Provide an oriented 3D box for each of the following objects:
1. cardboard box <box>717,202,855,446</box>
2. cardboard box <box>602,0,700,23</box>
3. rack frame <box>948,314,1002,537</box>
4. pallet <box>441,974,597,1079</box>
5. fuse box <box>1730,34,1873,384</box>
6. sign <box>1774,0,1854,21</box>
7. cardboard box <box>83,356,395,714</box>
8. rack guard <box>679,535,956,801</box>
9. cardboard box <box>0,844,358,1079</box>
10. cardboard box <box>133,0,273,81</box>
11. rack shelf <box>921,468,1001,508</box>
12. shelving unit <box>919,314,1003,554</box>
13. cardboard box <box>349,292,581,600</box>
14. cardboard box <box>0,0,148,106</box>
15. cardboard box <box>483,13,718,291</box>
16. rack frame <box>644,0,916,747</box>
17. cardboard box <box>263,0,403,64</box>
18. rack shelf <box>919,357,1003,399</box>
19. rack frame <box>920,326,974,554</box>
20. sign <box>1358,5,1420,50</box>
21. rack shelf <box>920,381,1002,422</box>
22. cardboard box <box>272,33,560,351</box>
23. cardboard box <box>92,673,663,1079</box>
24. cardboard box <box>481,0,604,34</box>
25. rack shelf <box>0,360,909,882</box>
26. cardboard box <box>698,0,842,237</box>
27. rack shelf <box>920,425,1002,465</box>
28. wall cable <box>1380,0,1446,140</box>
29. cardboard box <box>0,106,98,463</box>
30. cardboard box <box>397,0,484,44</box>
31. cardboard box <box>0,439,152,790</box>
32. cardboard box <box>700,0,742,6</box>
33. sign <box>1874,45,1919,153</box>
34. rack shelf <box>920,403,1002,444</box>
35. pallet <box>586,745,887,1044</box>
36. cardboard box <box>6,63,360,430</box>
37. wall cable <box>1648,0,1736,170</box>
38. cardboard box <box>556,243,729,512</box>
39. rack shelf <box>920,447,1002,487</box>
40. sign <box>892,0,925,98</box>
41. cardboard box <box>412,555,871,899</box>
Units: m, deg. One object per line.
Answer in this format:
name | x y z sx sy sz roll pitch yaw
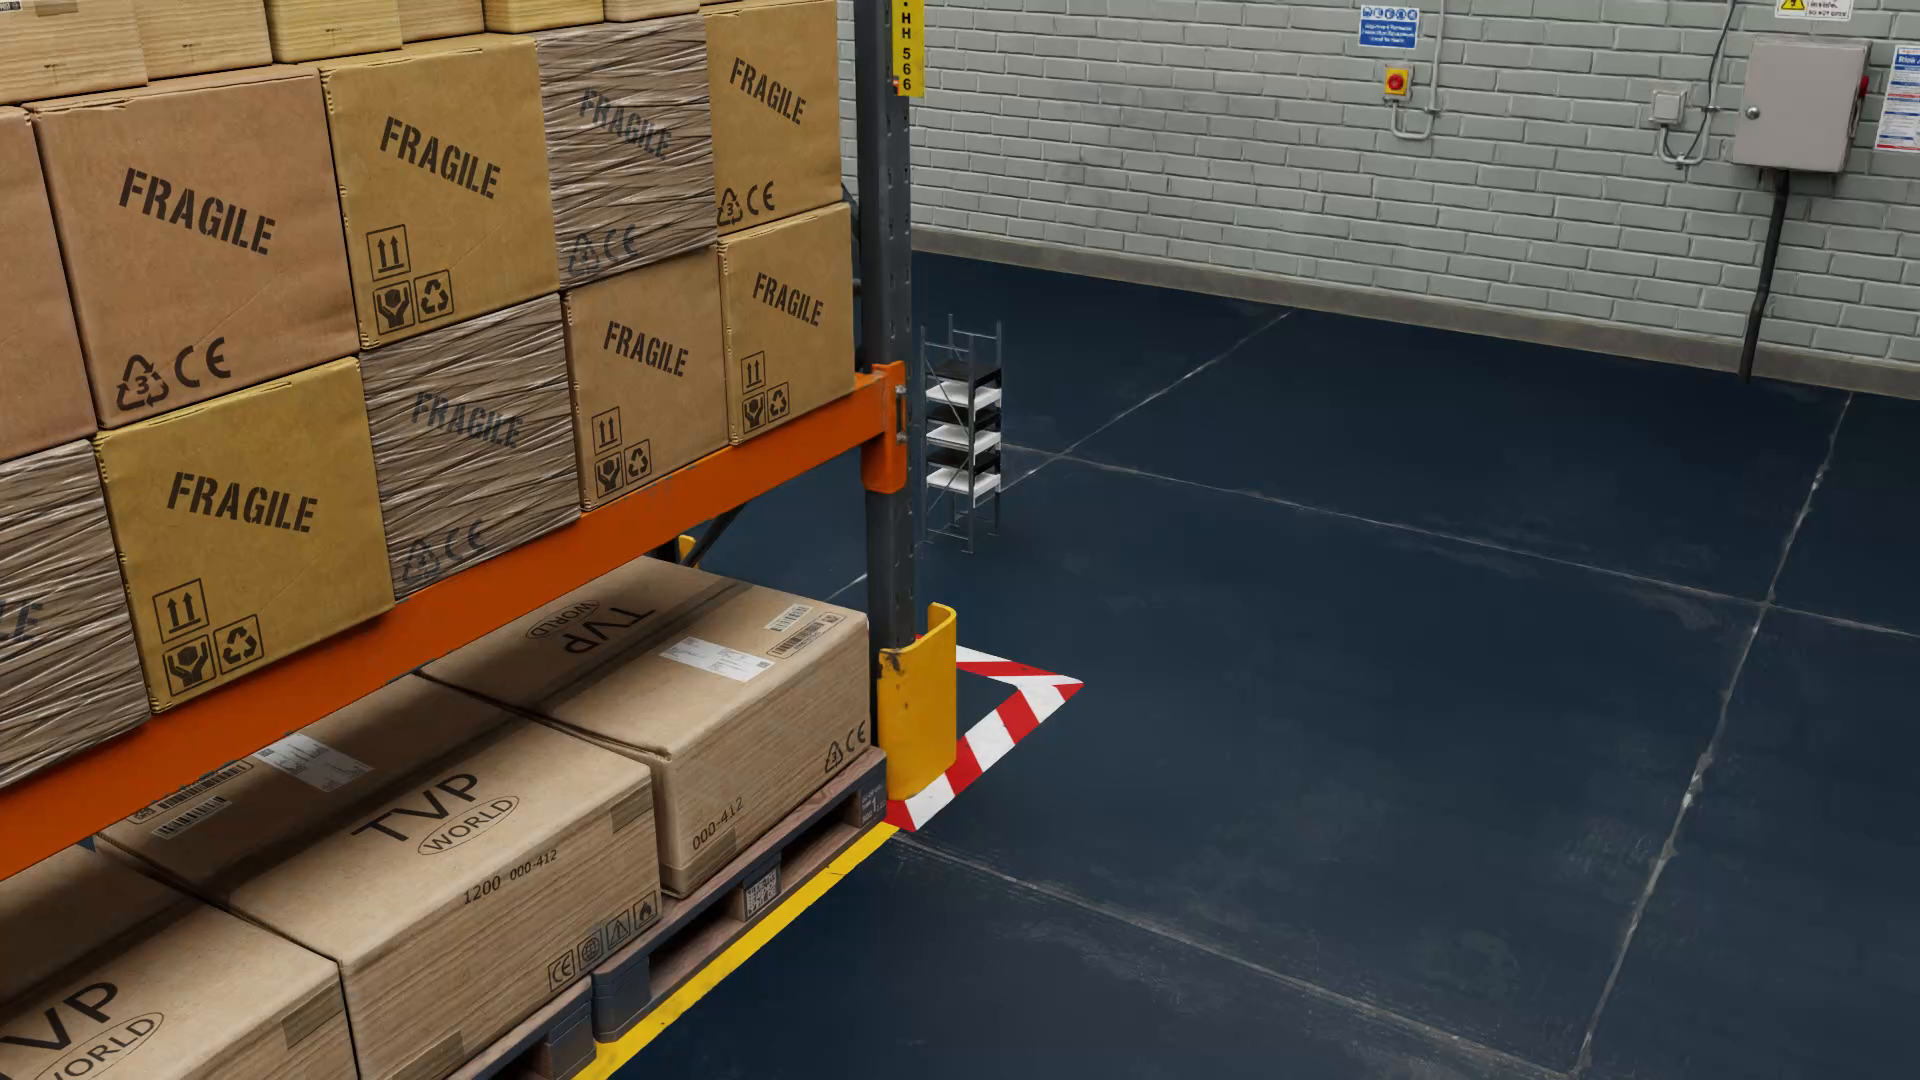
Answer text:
cardboard box | -0.616 -0.589 4.208 0.500 0.500 0.500 14 27 29
cardboard box | -0.784 -1.205 3.556 0.380 0.149 0.250 14 27 28
rack frame | 0.058 -0.450 6.657 0.240 0.900 0.006 14 27 29
pallet | -1.586 1.215 3.677 1.003 0.211 1.213 14 27 29
fuse box | 4.075 -1.588 8.265 0.539 1.711 0.414 14 27 29
sign | 4.138 -2.640 8.033 0.339 0.242 0.001 14 27 29
cardboard box | -1.418 -0.070 3.009 0.500 0.500 0.500 15 27 30
rack guard | -0.574 0.378 5.247 1.175 0.500 0.348 14 27 29
cardboard box | -1.803 1.081 3.175 0.875 0.438 0.875 13 27 27
cardboard box | -1.387 -0.873 2.791 0.380 0.149 0.250 15 27 31
rack shelf | 0.004 -0.220 6.662 0.258 0.077 0.200 14 27 29
shelving unit | 0.004 -0.416 6.578 0.258 0.900 0.210 14 27 29
cardboard box | -1.157 -0.247 3.418 0.500 0.500 0.500 15 27 30
cardboard box | -1.490 -0.776 2.565 0.380 0.149 0.250 14 27 29
cardboard box | -0.890 -0.870 3.601 0.500 0.500 0.500 14 27 29
rack frame | -0.587 -0.761 4.732 1.000 3.000 0.127 14 27 29
cardboard box | -1.232 -0.958 2.986 0.380 0.149 0.250 15 27 30
rack shelf | 0.004 -0.633 6.484 0.258 0.077 0.200 14 27 29
rack frame | -0.049 -0.381 6.498 0.240 0.900 0.006 14 27 29
sign | 2.359 -2.824 9.157 0.327 0.218 0.001 14 27 29
rack shelf | 0.004 -0.550 6.519 0.258 0.077 0.200 14 27 29
cardboard box | -1.153 -0.704 3.217 0.500 0.500 0.500 14 27 29
cardboard box | -1.326 0.777 3.877 0.875 0.438 0.875 15 27 30
cardboard box | -0.952 -1.128 3.380 0.380 0.149 0.250 15 27 30
rack shelf | -1.642 0.244 3.316 1.077 0.370 4.000 14 27 29
cardboard box | -0.639 -1.053 4.022 0.500 0.500 0.500 15 28 31
rack shelf | 0.004 -0.385 6.591 0.258 0.077 0.200 14 27 29
wall cable | 2.368 -3.150 8.931 0.585 1.953 0.123 14 27 29
cardboard box | -1.688 -0.365 2.434 0.500 0.500 0.500 14 27 30
cardboard box | -1.150 -1.055 3.210 0.380 0.149 0.250 14 27 28
cardboard box | -1.690 0.104 2.608 0.500 0.500 0.500 14 27 29
cardboard box | -0.719 -1.310 3.798 0.380 0.149 0.250 14 27 30
sign | 4.604 -2.102 7.950 0.329 0.494 0.001 14 27 29
rack shelf | 0.004 -0.468 6.555 0.258 0.077 0.200 14 27 29
pallet | -0.942 0.805 4.625 1.003 0.211 1.213 14 27 29
cardboard box | -1.420 -0.535 2.826 0.500 0.500 0.500 14 27 29
wall cable | 3.579 -2.842 8.260 0.588 1.984 0.122 14 27 29
cardboard box | -0.894 -0.422 3.824 0.500 0.500 0.500 13 27 28
rack shelf | 0.004 -0.303 6.627 0.258 0.077 0.200 14 27 29
sign | -0.133 -1.283 4.181 0.100 0.325 0.005 14 27 29
cardboard box | -0.850 0.466 4.595 0.875 0.438 0.875 13 27 27
